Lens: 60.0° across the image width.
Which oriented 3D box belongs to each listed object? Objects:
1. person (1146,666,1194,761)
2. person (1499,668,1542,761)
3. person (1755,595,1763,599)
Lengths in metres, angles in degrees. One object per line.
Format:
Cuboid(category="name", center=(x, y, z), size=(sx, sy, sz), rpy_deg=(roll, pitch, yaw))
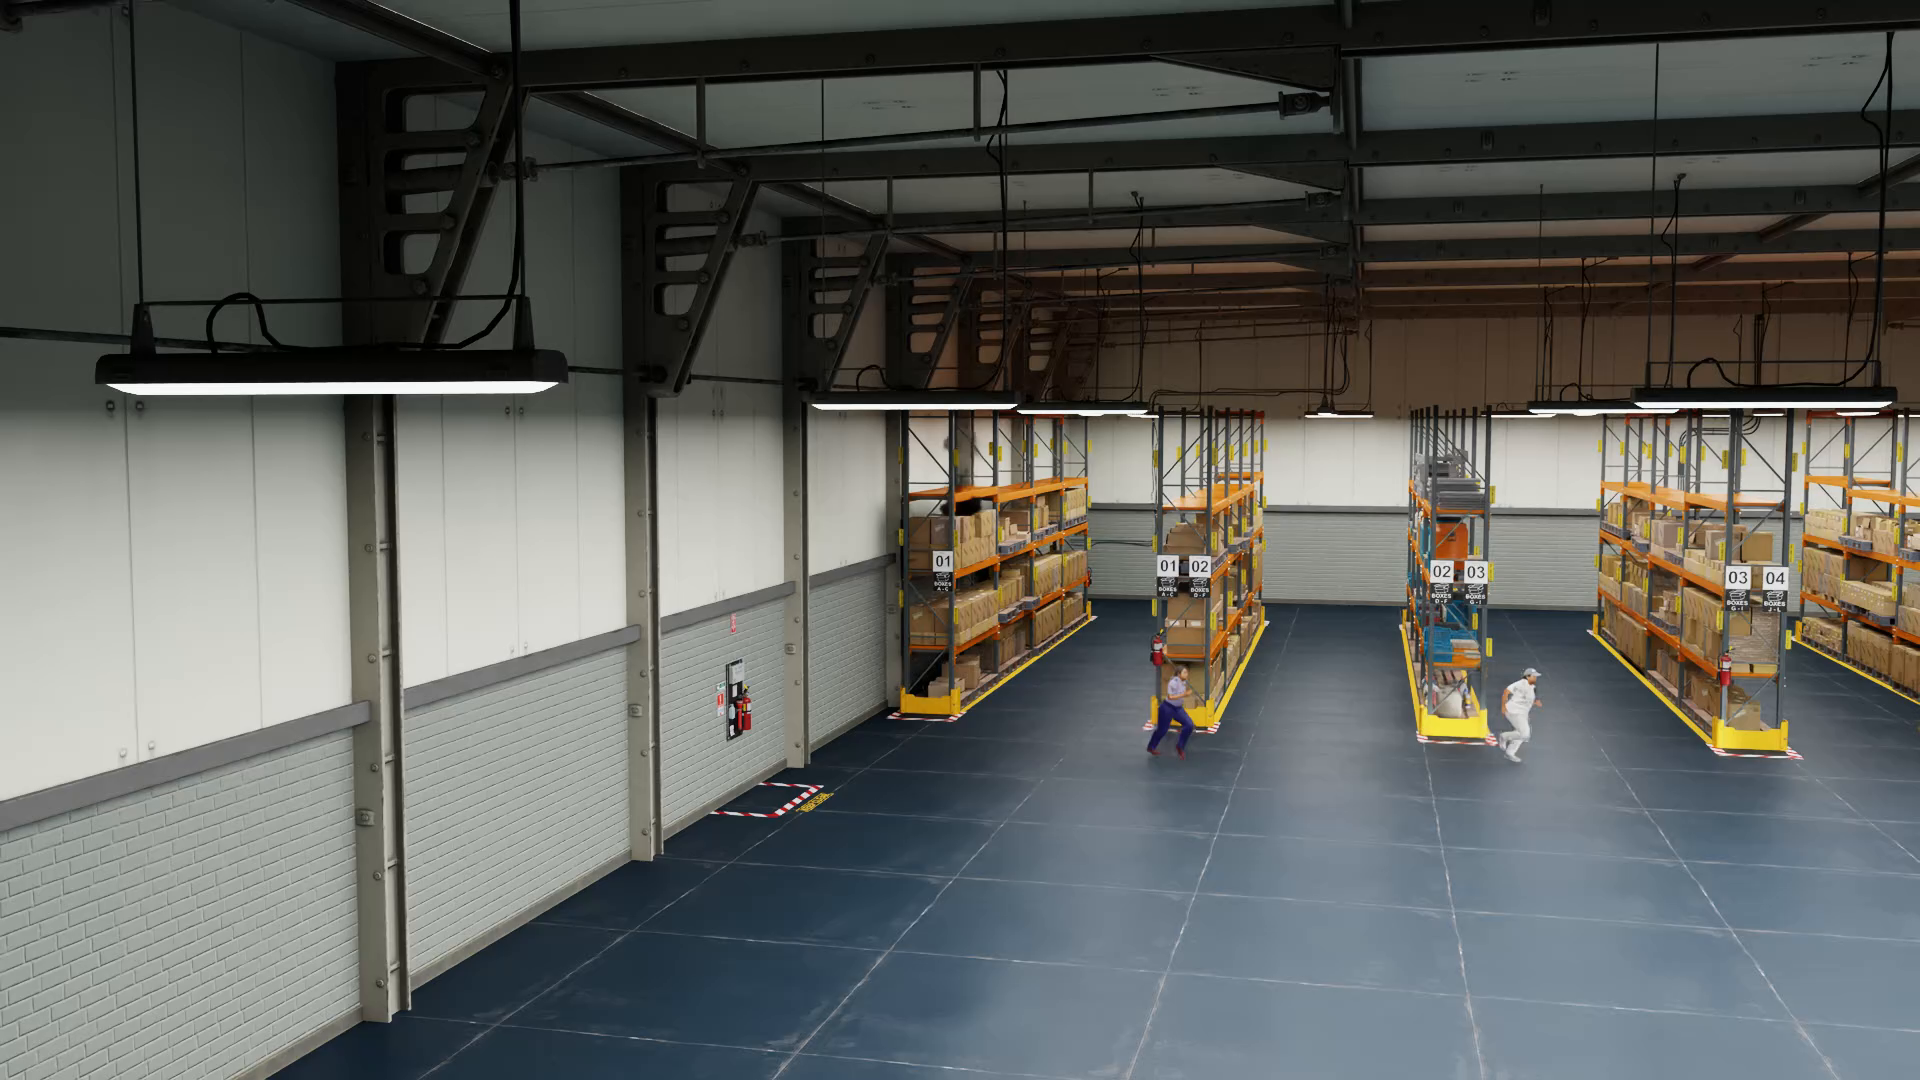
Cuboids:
Cuboid(category="person", center=(3.555, 2.914, 28.061), size=(0.892, 1.612, 0.589), rpy_deg=(3, 5, 40))
Cuboid(category="person", center=(9.437, 2.938, 27.980), size=(0.679, 1.595, 0.594), rpy_deg=(3, 5, 39))
Cuboid(category="person", center=(21.103, 1.795, 43.956), size=(0.547, 1.622, 0.793), rpy_deg=(2, 5, 28))
